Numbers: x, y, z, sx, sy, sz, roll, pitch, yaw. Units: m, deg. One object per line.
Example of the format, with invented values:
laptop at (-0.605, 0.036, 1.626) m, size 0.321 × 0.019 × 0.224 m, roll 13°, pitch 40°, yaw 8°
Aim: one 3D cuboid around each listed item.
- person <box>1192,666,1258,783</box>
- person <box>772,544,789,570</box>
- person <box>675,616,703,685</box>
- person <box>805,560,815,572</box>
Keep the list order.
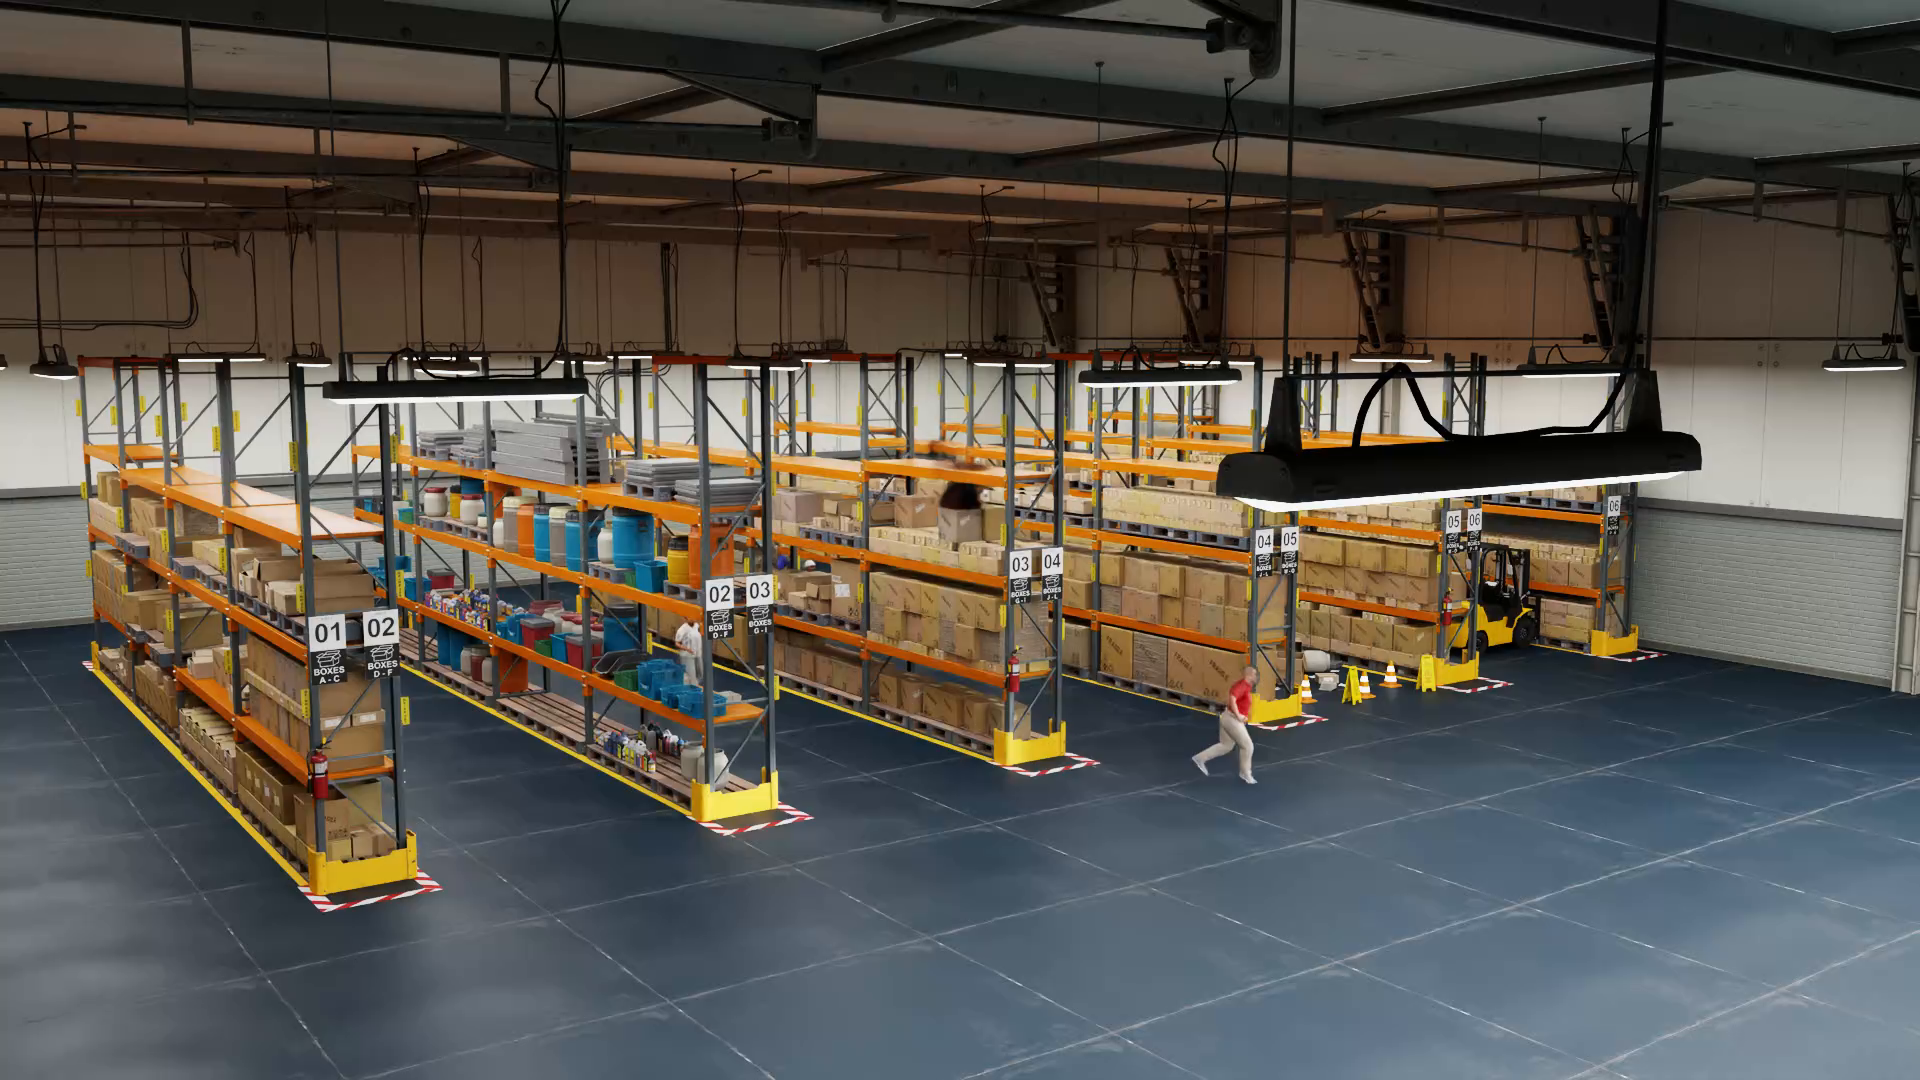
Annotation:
person at (3.799, 2.663, 23.720) m, size 0.961 × 1.744 × 0.677 m, roll 0°, pitch 7°, yaw 3°
person at (-4.183, 0.936, 37.853) m, size 0.560 × 1.715 × 0.752 m, roll -4°, pitch 8°, yaw -31°
person at (-4.653, 2.024, 28.941) m, size 0.602 × 1.618 × 0.548 m, roll -6°, pitch 9°, yaw -41°
person at (-3.064, 1.296, 34.128) m, size 0.692 × 1.787 × 0.918 m, roll -6°, pitch 9°, yaw -42°
